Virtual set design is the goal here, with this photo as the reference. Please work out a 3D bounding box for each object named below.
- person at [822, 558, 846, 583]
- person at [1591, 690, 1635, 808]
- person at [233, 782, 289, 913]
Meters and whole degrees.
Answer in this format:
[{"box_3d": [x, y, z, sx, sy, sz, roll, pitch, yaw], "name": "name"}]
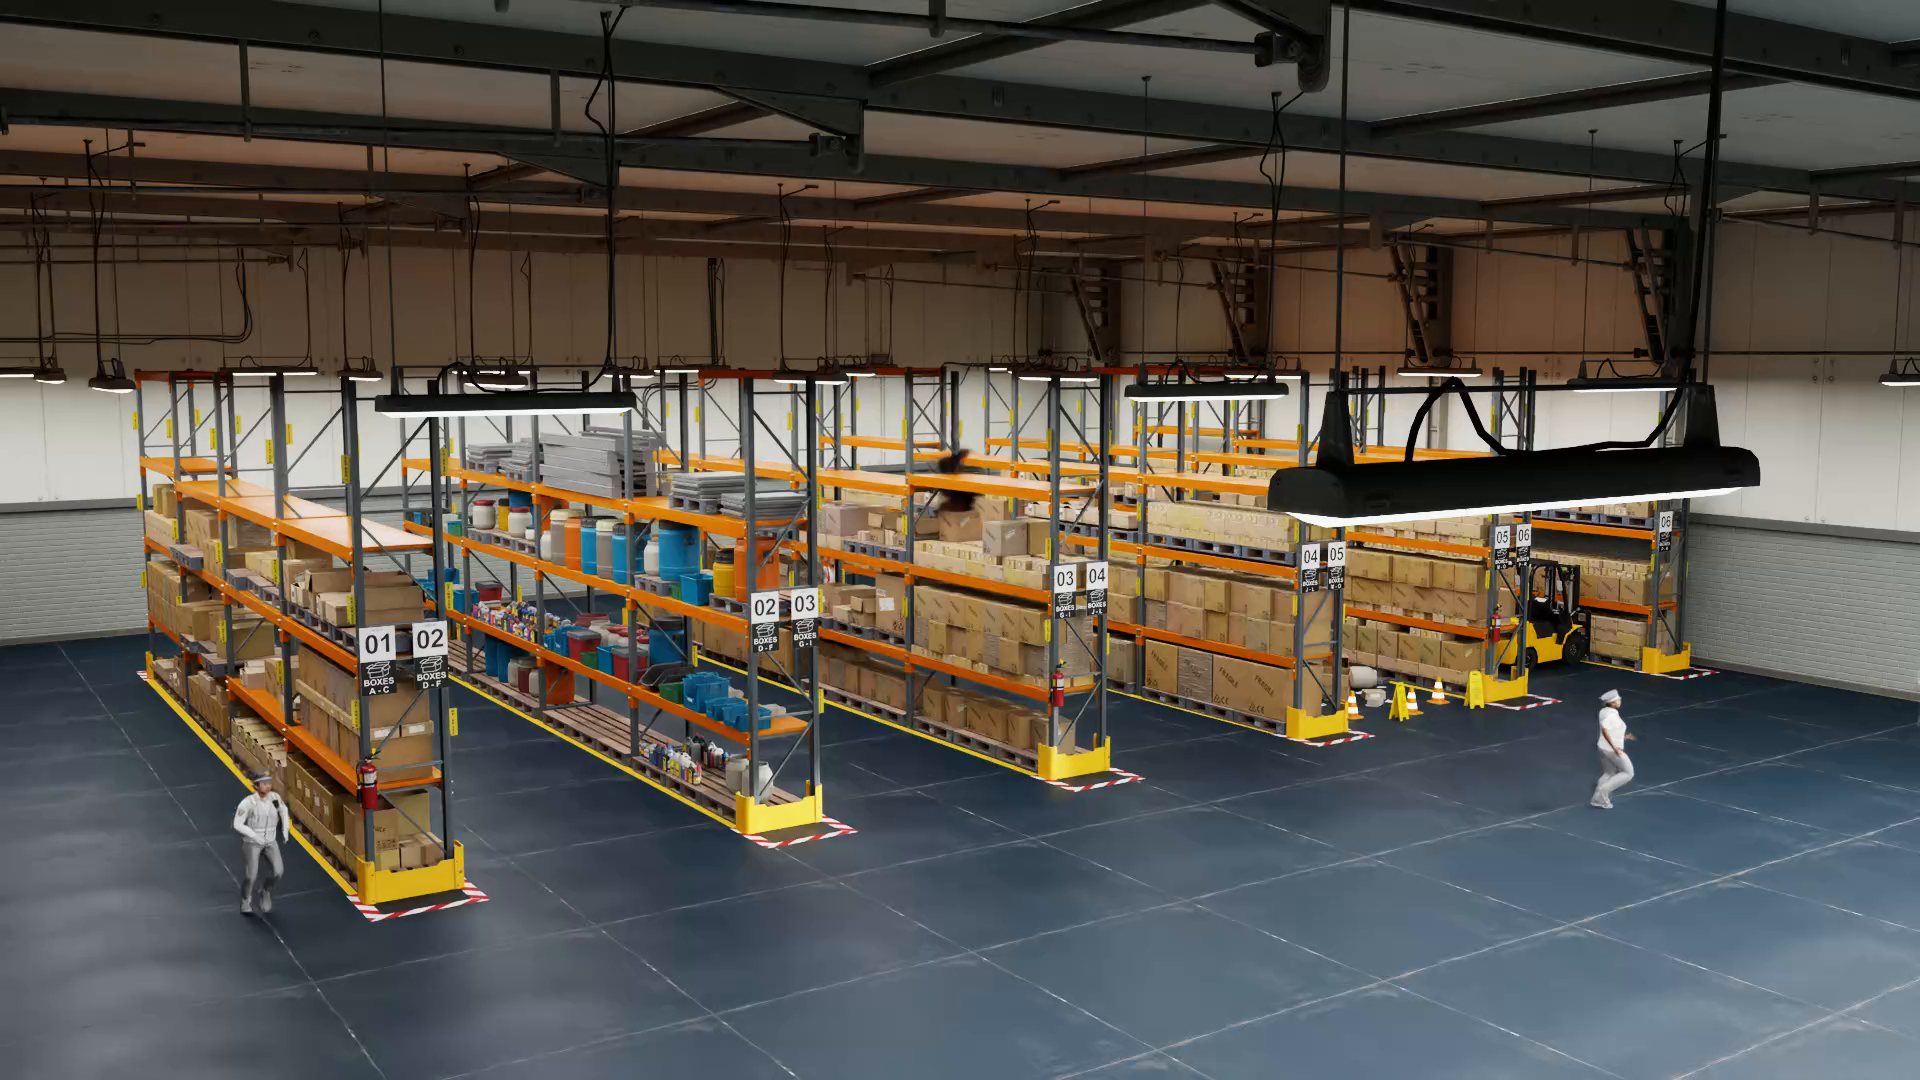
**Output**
[{"box_3d": [-2.865, 1.226, 37.435, 0.664, 1.719, 0.997, -4, 8, -32], "name": "person"}, {"box_3d": [9.094, 2.900, 23.083, 0.576, 1.659, 0.560, 0, 6, 0], "name": "person"}, {"box_3d": [-7.837, 3.420, 18.744, 0.674, 1.594, 0.590, -6, 9, -44], "name": "person"}]
